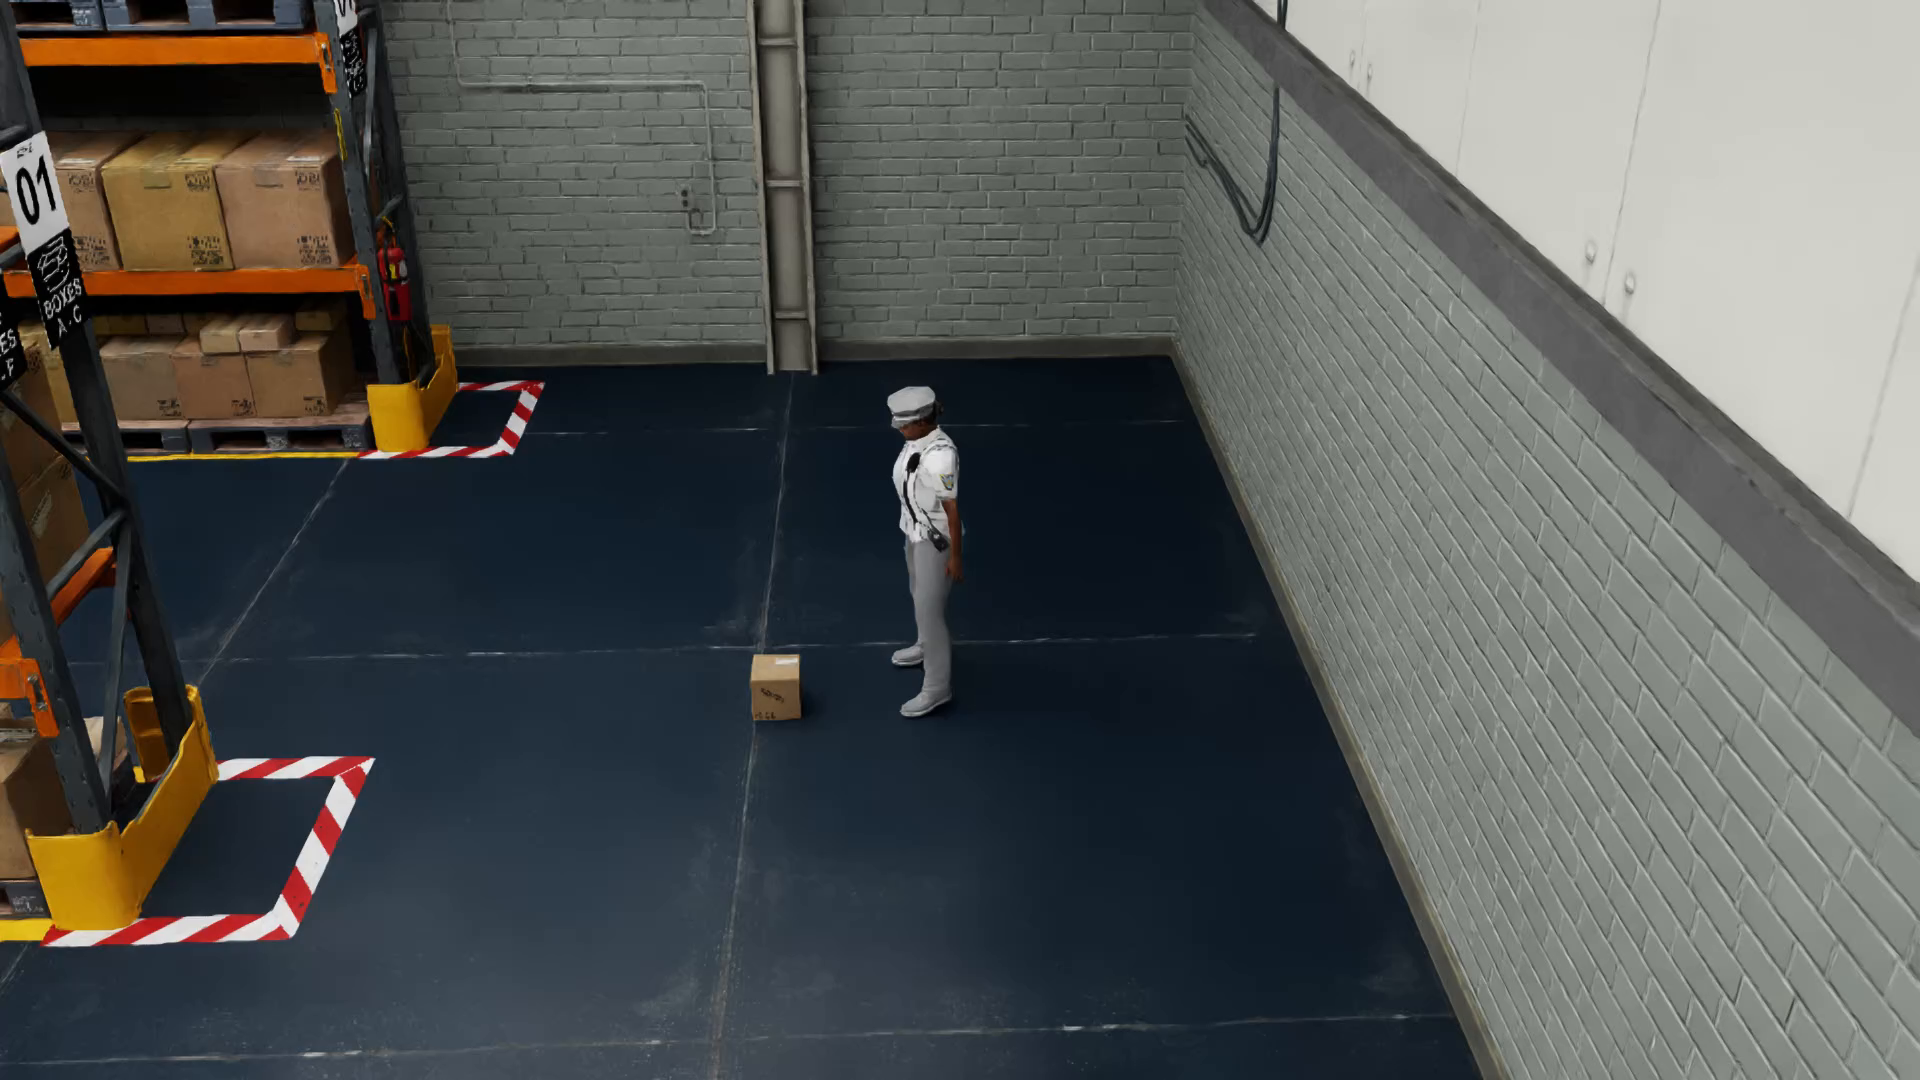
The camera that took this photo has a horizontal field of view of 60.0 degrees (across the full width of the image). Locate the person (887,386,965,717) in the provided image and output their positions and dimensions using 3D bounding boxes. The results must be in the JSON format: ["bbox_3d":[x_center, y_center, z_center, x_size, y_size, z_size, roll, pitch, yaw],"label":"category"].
[{"bbox_3d":[-0.186,0.033,8.522,0.429,1.656,0.623,-9,29,-17],"label":"person"}]
